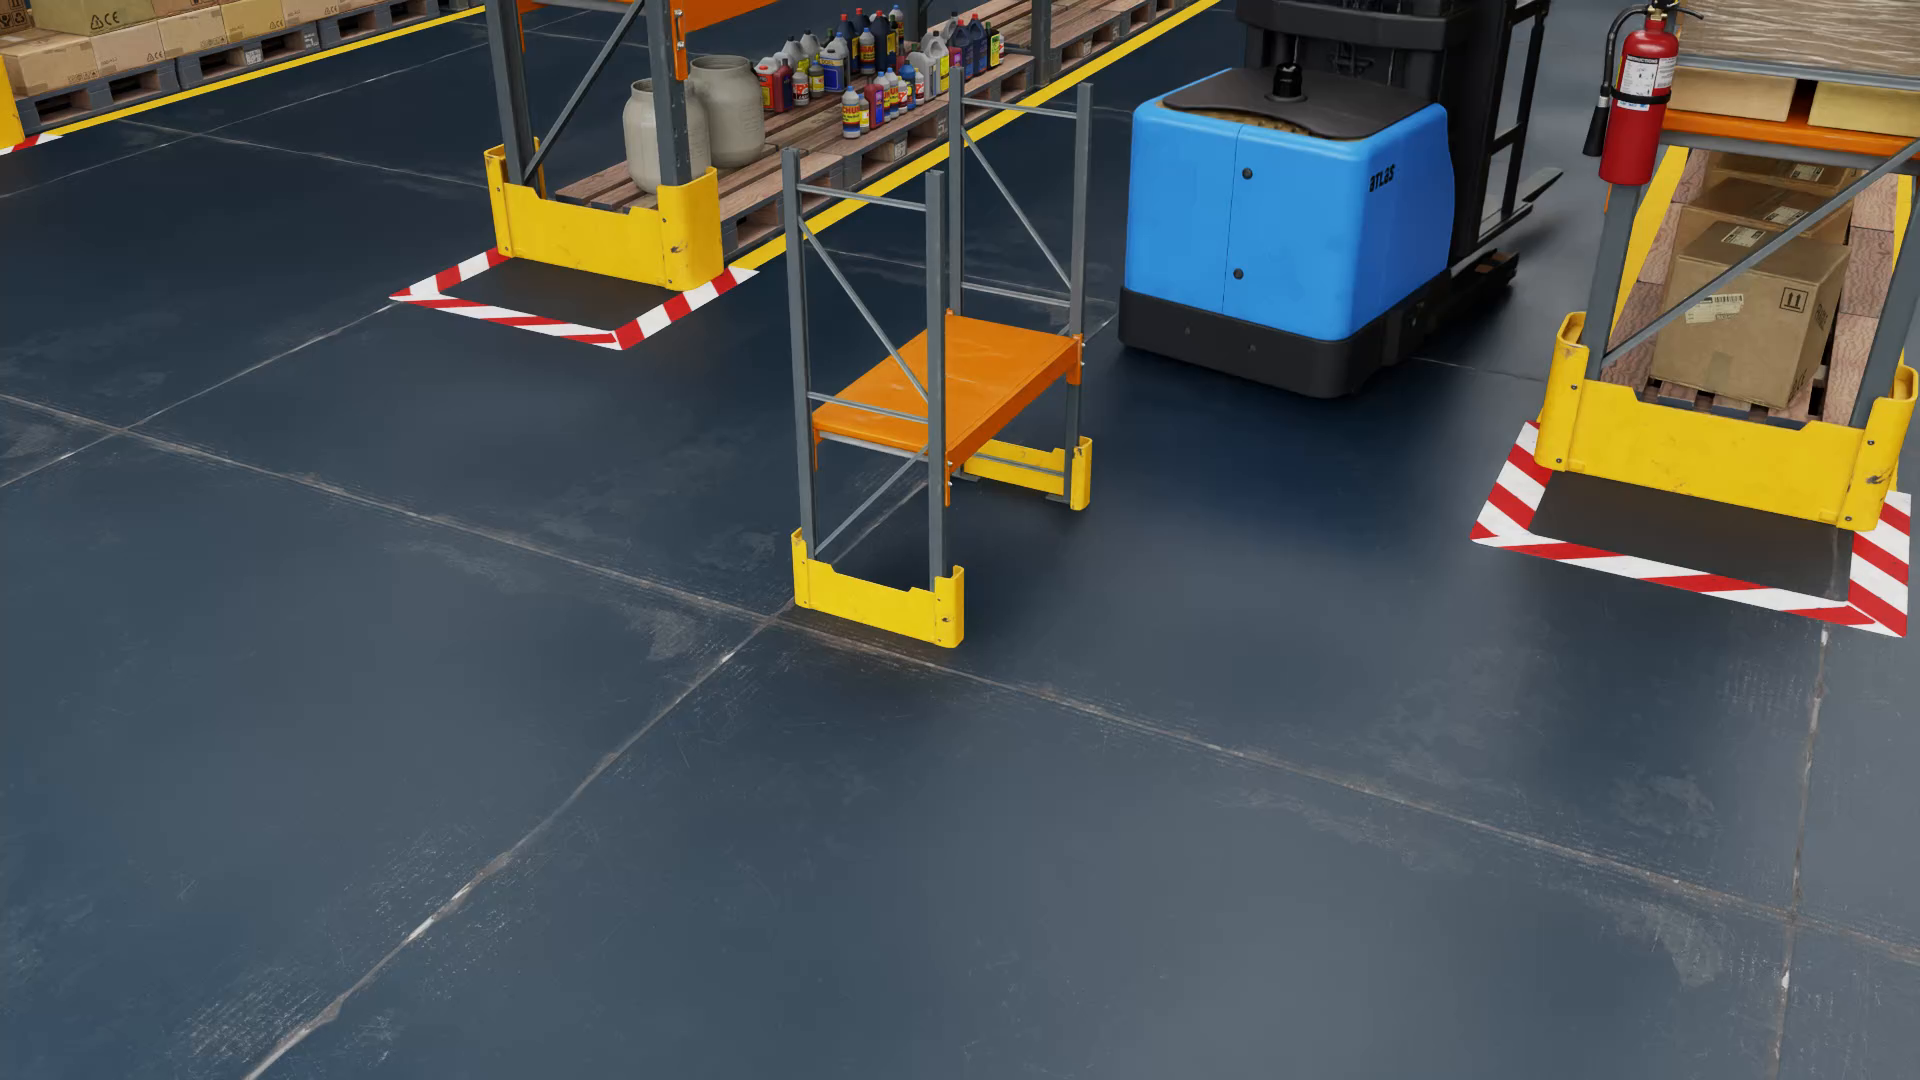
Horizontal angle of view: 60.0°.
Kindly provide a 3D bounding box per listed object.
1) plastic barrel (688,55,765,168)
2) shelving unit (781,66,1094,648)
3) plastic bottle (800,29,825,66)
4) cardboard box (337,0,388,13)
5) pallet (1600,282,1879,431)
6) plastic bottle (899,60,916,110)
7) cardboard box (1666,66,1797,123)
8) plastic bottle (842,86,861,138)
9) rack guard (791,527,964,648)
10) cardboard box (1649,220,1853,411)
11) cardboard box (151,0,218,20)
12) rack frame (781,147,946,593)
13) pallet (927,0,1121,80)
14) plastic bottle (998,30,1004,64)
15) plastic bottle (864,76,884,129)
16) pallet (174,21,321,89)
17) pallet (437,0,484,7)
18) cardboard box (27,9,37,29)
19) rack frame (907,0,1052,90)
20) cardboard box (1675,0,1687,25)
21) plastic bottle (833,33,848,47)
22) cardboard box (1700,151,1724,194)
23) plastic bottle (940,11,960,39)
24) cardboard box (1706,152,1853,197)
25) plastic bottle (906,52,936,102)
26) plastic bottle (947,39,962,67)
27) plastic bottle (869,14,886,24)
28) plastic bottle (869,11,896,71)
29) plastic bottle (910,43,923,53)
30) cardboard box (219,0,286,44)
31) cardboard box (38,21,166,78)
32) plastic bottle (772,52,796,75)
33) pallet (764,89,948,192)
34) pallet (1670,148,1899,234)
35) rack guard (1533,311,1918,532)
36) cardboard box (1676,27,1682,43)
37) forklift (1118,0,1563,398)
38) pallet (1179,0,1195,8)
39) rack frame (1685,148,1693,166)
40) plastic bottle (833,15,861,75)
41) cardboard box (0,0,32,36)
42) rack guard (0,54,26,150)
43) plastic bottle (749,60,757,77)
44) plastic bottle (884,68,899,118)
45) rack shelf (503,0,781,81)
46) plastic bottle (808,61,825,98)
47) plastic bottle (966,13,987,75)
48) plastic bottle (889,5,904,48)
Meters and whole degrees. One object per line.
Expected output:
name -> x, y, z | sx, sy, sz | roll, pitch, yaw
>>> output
plastic barrel -> -1.243, -2.252, 8.736 | 0.421, 0.512, 0.421 | 0, 30, 0
shelving unit -> -0.035, -0.617, 5.318 | 0.587, 1.500, 1.083 | 14, 33, 23
plastic bottle -> -0.898, -2.897, 10.000 | 0.144, 0.351, 0.185 | 14, 33, 23
cardboard box -> -4.542, -4.031, 12.097 | 0.500, 0.250, 0.500 | 14, 33, 23
pallet -> 3.142, -0.670, 6.705 | 1.003, 0.211, 1.213 | 14, 33, 23
plastic bottle -> -0.306, -2.644, 9.640 | 0.097, 0.271, 0.097 | 0, 30, 0
cardboard box -> 2.652, -1.558, 5.703 | 0.380, 0.149, 0.250 | 14, 33, 23
plastic bottle -> -0.600, -2.358, 9.142 | 0.097, 0.271, 0.097 | 0, 30, 0
rack guard -> -0.262, 0.146, 5.244 | 0.587, 0.250, 0.087 | 14, 33, 23
cardboard box -> 3.006, -0.865, 6.332 | 0.500, 0.500, 0.500 | 21, 36, 32
cardboard box -> -5.226, -3.691, 10.753 | 0.500, 0.500, 0.500 | 14, 33, 23
rack frame -> -0.270, -0.387, 4.918 | 0.500, 1.500, 0.032 | 14, 33, 23
pallet -> 0.442, -3.538, 11.699 | 1.003, 0.211, 1.213 | 14, 33, 23
plastic bottle -> 0.231, -3.136, 10.568 | 0.097, 0.201, 0.097 | 0, 30, 0
plastic bottle -> -0.480, -2.459, 9.306 | 0.061, 0.283, 0.133 | 15, 33, 24
pallet -> -5.243, -3.421, 11.495 | 1.003, 0.211, 1.213 | 14, 33, 23
pallet -> -3.988, -4.642, 13.622 | 1.003, 0.211, 1.213 | 14, 33, 23
cardboard box -> -5.912, -3.261, 10.757 | 0.500, 0.250, 0.500 | 14, 33, 23
rack frame -> 0.119, -4.390, 10.383 | 1.000, 3.000, 0.127 | 14, 33, 23
cardboard box -> 3.102, -2.152, 6.087 | 0.875, 0.500, 0.500 | 14, 33, 23
plastic bottle -> -0.738, -2.977, 10.220 | 0.097, 0.271, 0.097 | 0, 30, 0
cardboard box -> 4.056, -1.941, 8.207 | 0.500, 0.500, 0.500 | -26, 39, -37
plastic bottle -> -0.046, -3.114, 10.379 | 0.144, 0.351, 0.185 | 14, 33, 23
cardboard box -> 3.549, -1.411, 7.283 | 0.500, 0.500, 0.500 | 18, 34, 28
plastic bottle -> -0.230, -2.750, 9.820 | 0.152, 0.276, 0.135 | 15, 33, 24
plastic bottle -> -0.042, -2.886, 10.049 | 0.061, 0.283, 0.133 | 17, 34, 27
plastic bottle -> -0.539, -3.209, 10.619 | 0.152, 0.276, 0.135 | 16, 33, 25
plastic bottle -> -0.490, -3.136, 10.417 | 0.144, 0.351, 0.185 | 14, 33, 23
plastic bottle -> -0.255, -2.836, 9.962 | 0.061, 0.283, 0.133 | 14, 33, 23
cardboard box -> -4.984, -3.584, 11.319 | 0.500, 0.250, 0.500 | 14, 33, 23
cardboard box -> -5.444, -3.142, 10.549 | 0.500, 0.250, 0.500 | 14, 33, 23
plastic bottle -> -1.054, -2.708, 9.746 | 0.152, 0.276, 0.135 | 13, 32, 22
pallet -> -0.779, -2.350, 9.630 | 1.003, 0.211, 1.213 | 14, 33, 23
pallet -> 4.254, -1.752, 8.589 | 1.003, 0.211, 1.213 | 14, 33, 23
rack guard -> 2.741, -0.443, 6.020 | 1.175, 0.500, 0.348 | 14, 33, 23
cardboard box -> 2.835, -1.791, 6.109 | 0.380, 0.149, 0.250 | 14, 33, 23
forklift -> 1.963, -2.507, 7.172 | 1.130, 2.935, 3.031 | 21, 36, 31
pallet -> 1.554, -4.620, 13.583 | 1.003, 0.211, 1.213 | 14, 33, 23
rack frame -> 4.528, -3.267, 8.427 | 1.000, 3.000, 0.127 | 14, 33, 23
plastic bottle -> -0.704, -3.085, 10.329 | 0.144, 0.351, 0.185 | 13, 32, 21
cardboard box -> -6.131, -3.363, 10.180 | 0.500, 0.500, 0.500 | 14, 33, 23
rack guard -> -6.122, -2.648, 9.859 | 1.175, 0.500, 0.348 | 14, 33, 23
plastic bottle -> -1.220, -2.600, 9.551 | 0.061, 0.283, 0.133 | 15, 33, 24
plastic bottle -> -0.398, -2.554, 9.484 | 0.097, 0.271, 0.097 | 0, 30, 0
rack shelf -> -0.792, -3.192, 9.019 | 1.077, 0.370, 4.000 | 14, 33, 23
plastic bottle -> -0.855, -2.742, 9.880 | 0.097, 0.201, 0.097 | 0, 30, 0
plastic bottle -> 0.082, -3.082, 10.322 | 0.144, 0.351, 0.185 | 13, 32, 22
plastic bottle -> -0.416, -3.356, 10.880 | 0.097, 0.271, 0.097 | 0, 30, 0
